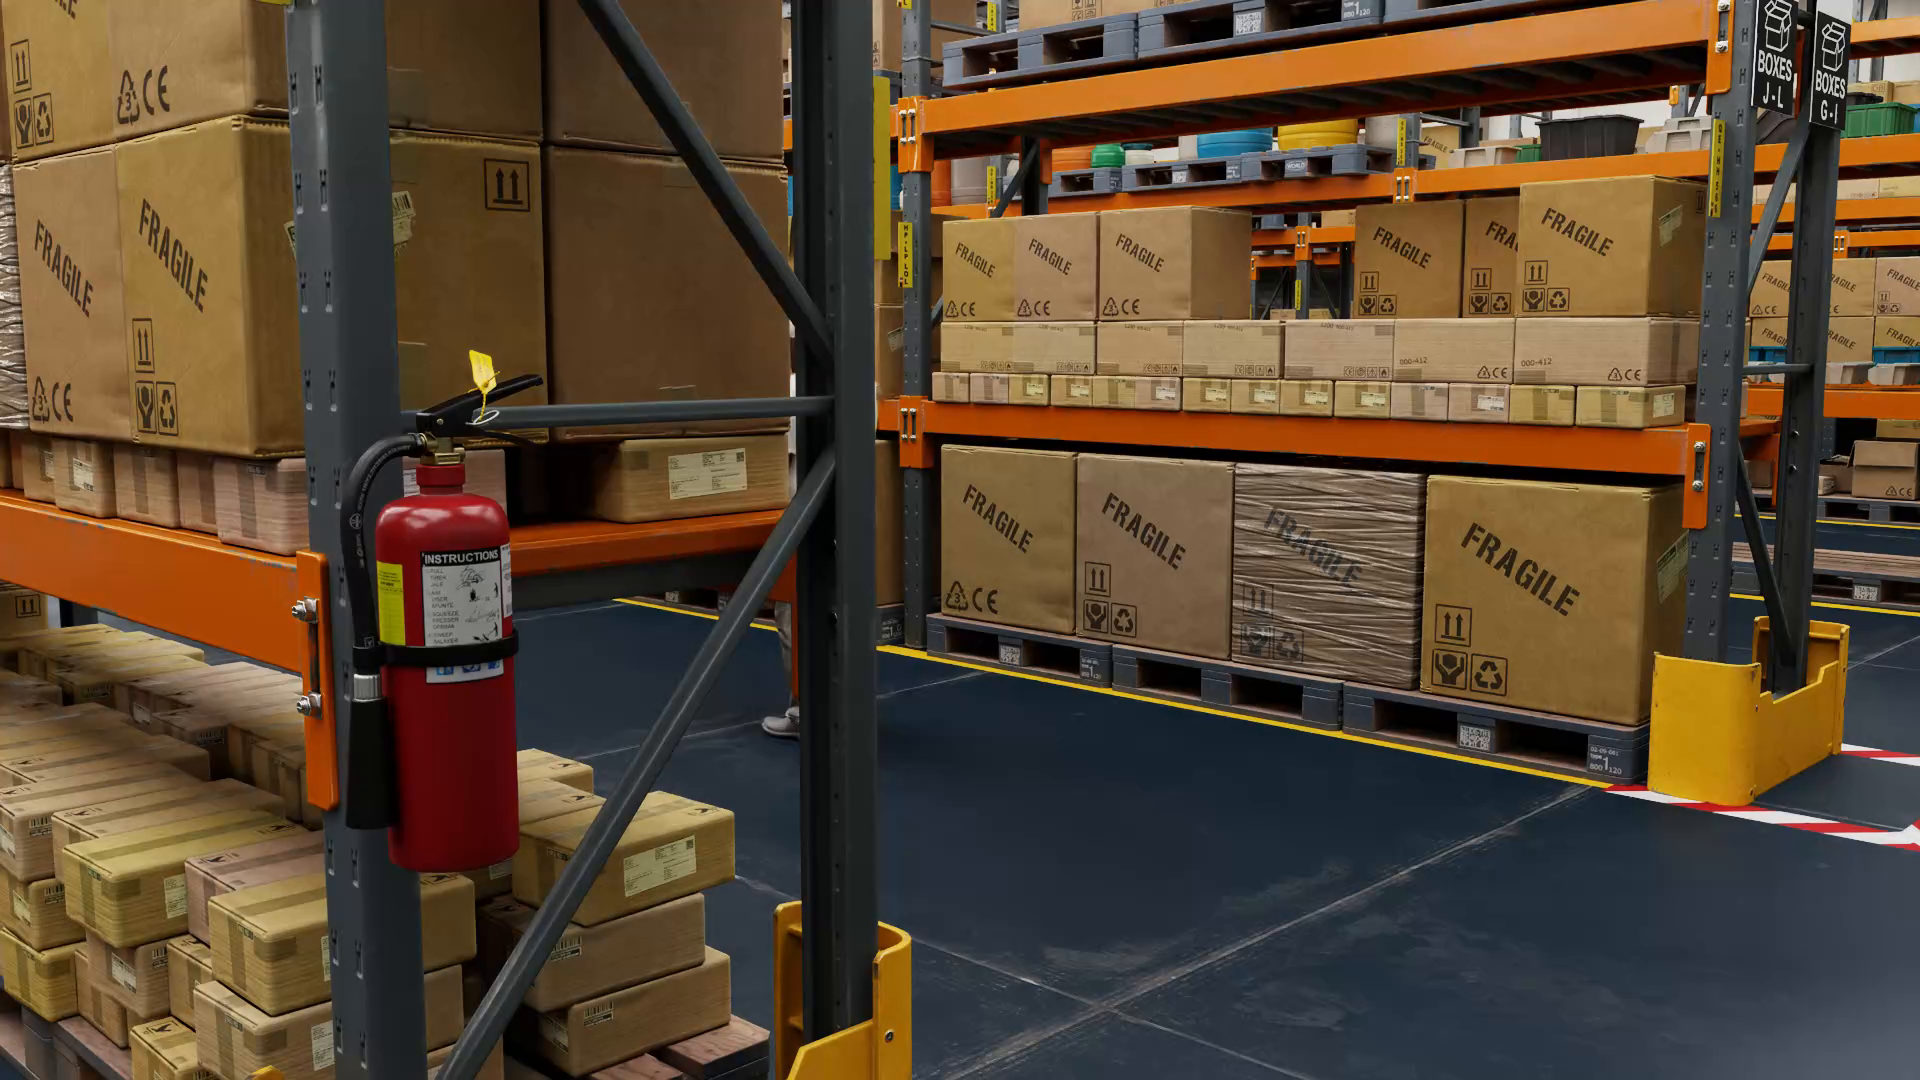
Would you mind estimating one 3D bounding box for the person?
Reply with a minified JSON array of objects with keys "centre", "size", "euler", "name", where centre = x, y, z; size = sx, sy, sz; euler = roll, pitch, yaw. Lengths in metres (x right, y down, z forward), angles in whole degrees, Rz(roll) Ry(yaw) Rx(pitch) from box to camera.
[{"centre":[-0.577,-0.074,6.778],"size":[0.422,1.763,0.583],"euler":[6,9,42],"name":"person"}]
